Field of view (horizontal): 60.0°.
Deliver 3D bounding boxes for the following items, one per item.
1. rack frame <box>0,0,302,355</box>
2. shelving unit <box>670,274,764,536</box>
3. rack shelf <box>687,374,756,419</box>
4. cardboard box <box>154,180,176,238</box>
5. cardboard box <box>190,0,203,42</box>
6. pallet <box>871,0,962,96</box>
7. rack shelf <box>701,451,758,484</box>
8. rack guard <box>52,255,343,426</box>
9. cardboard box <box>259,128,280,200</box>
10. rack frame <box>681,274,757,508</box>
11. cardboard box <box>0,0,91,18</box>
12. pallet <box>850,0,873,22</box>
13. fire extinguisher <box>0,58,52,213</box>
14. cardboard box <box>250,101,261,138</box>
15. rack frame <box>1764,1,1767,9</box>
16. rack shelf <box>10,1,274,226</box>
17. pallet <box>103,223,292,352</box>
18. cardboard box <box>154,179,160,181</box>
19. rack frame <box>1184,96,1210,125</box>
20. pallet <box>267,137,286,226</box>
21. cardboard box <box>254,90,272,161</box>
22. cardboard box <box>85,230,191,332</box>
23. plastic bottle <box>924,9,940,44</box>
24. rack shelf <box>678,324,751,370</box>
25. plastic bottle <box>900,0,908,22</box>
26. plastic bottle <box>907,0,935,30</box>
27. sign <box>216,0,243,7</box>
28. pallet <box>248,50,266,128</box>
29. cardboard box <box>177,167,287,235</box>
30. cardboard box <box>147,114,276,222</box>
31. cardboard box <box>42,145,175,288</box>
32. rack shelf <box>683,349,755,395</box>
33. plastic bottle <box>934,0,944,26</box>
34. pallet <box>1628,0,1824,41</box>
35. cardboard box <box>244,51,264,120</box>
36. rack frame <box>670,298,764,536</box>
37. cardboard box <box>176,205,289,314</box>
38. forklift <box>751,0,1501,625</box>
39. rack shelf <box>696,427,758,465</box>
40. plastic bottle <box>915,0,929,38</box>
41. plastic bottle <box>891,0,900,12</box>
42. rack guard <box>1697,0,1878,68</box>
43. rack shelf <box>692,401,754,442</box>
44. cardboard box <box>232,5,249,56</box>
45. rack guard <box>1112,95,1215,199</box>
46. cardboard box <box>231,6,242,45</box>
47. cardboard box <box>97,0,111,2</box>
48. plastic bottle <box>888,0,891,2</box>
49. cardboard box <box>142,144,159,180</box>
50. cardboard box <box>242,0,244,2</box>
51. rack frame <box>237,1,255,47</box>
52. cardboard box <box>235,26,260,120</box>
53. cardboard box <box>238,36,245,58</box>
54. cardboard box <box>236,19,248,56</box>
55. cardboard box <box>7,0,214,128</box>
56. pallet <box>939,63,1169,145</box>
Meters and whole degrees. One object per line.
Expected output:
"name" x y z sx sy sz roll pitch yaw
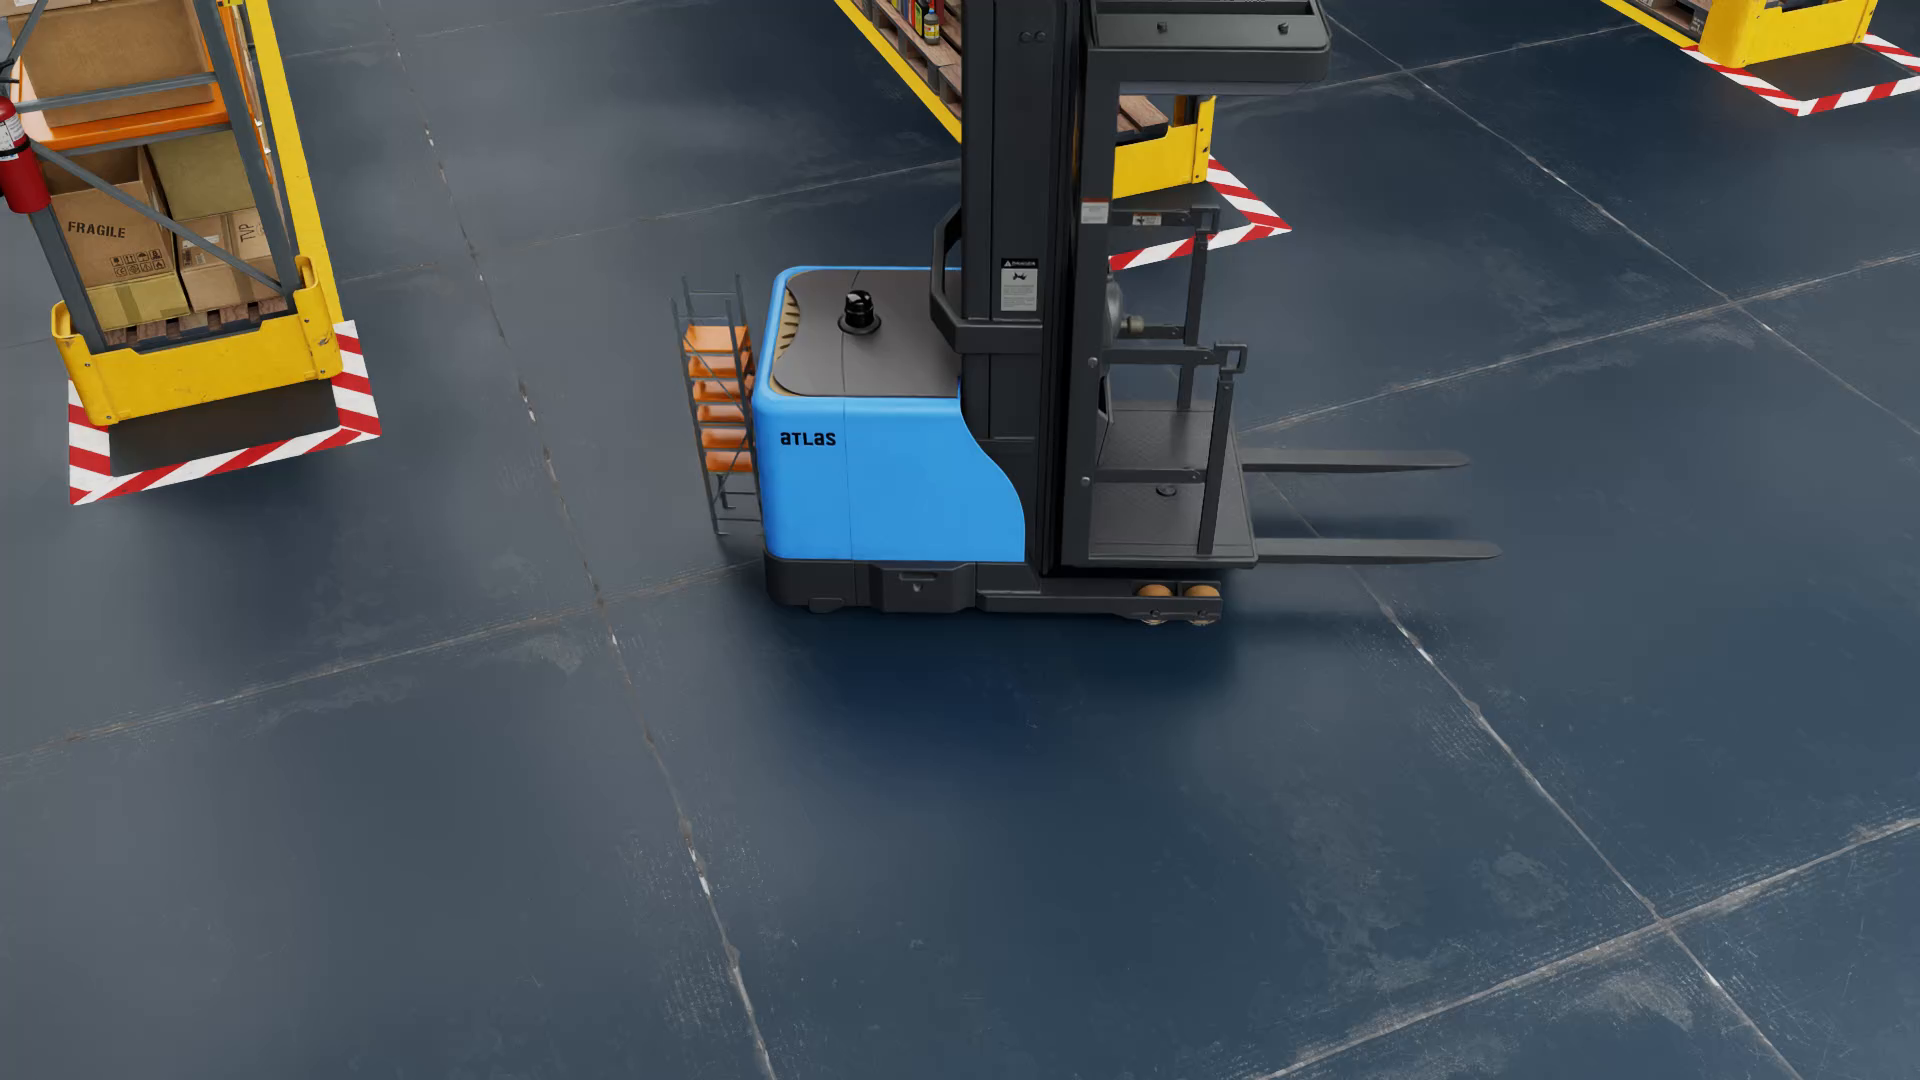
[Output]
"rack frame" -3.649 -1.928 7.191 1.000 3.000 0.127 -15 43 -17
"shelving unit" -0.976 -0.541 6.948 0.258 1.200 0.189 2 40 6
"rack shelf" -0.980 -0.599 6.900 0.258 0.103 0.180 2 40 6
"cardboard box" -4.330 -1.592 8.587 0.500 0.250 0.500 -15 43 -17
"cardboard box" -4.021 -2.565 7.856 0.700 0.500 0.500 -14 43 -16
"pallet" 0.087 -3.362 10.998 1.003 0.211 1.213 -15 43 -17
"rack shelf" -0.962 -0.324 7.131 0.258 0.103 0.180 2 40 6
"rack guard" -3.640 -0.965 7.989 1.175 0.500 0.348 -15 43 -17
"cardboard box" -4.034 -2.024 9.090 0.500 0.250 0.500 -15 43 -17
"rack frame" -0.967 -0.600 7.018 0.240 1.200 0.006 2 40 6
"cardboard box" -3.971 -2.394 7.159 0.380 0.149 0.250 -16 43 -18
"pallet" -0.383 -4.098 11.854 1.003 0.211 1.213 -15 43 -17
"fire extinguisher" -4.033 -1.711 6.999 0.296 0.674 0.183 -15 43 -17
"cardboard box" -4.045 -2.306 8.842 0.500 0.500 0.500 -15 43 -17
"rack frame" 5.505 -4.397 10.062 1.000 3.000 0.127 -15 43 -17
"rack shelf" -4.414 -2.860 8.826 1.077 0.370 4.000 -15 43 -17
"pallet" -3.980 -1.321 8.624 1.003 0.211 1.213 -15 43 -17
"cardboard box" -4.523 -1.892 8.937 0.500 0.250 0.500 -15 43 -17
"rack frame" 0.929 -3.161 8.625 1.000 3.000 0.127 -15 43 -17
"pallet" -4.443 -2.054 9.477 1.003 0.211 1.213 -15 43 -17
"cardboard box" -4.221 -2.327 9.442 0.500 0.250 0.500 -15 43 -17
"cardboard box" -4.127 -1.294 8.240 0.500 0.250 0.500 -15 43 -17
"plastic bottle" -0.179 -3.264 10.554 0.097 0.201 0.097 0 41 0
"rack shelf" -0.992 -0.783 6.746 0.258 0.103 0.180 2 40 6
"plastic bottle" -0.303 -3.534 10.811 0.152 0.276 0.135 -16 43 -18
"plastic bottle" -0.250 -3.451 10.714 0.152 0.276 0.135 -15 43 -17
"sign" -3.134 -2.421 7.040 0.100 0.325 0.005 -15 43 -17
"pallet" -4.914 -2.790 10.333 1.003 0.211 1.213 -15 43 -17
"cardboard box" -3.843 -1.723 8.740 0.500 0.250 0.500 -15 43 -17
"cardboard box" -3.842 -2.008 8.496 0.500 0.500 0.500 -15 43 -17
"cardboard box" -4.129 -1.577 7.995 0.500 0.500 0.500 -15 43 -17
"rack shelf" -0.986 -0.691 6.823 0.258 0.103 0.180 2 40 6
"plastic bottle" -0.152 -3.480 10.743 0.061 0.283 0.133 -15 43 -17
"pallet" 5.198 -3.883 11.604 1.003 0.211 1.213 -15 43 -17
"cardboard box" -4.413 -2.628 9.792 0.500 0.250 0.500 -15 43 -17
"rack frame" -0.985 -0.482 6.879 0.240 1.200 0.006 2 40 6
"cardboard box" -3.649 -1.423 8.391 0.500 0.250 0.500 -15 43 -17
"forklift" 0.720 -1.115 6.299 3.031 2.935 1.130 1 41 1
"rack shelf" -0.968 -0.415 7.054 0.258 0.103 0.180 2 40 6
"plastic bottle" -0.240 -3.361 10.603 0.061 0.283 0.133 -14 43 -16
"plastic bottle" -0.370 -3.661 10.901 0.144 0.351 0.185 -13 42 -15
"rack guard" 5.476 -3.495 10.930 1.175 0.500 0.348 -15 43 -17
"rack shelf" -0.974 -0.507 6.977 0.258 0.103 0.180 2 40 6
"cardboard box" -4.800 -3.229 10.491 0.500 0.250 0.500 -15 43 -17
"rack guard" 0.856 -2.247 9.480 1.175 0.500 0.348 -15 43 -17
"cardboard box" -4.620 -3.209 9.893 0.500 0.500 0.500 -15 43 -17
"cardboard box" -3.600 -2.501 7.284 0.380 0.149 0.250 -15 43 -17
"plastic bottle" -0.441 -3.773 11.032 0.144 0.351 0.185 -15 43 -17
"cardboard box" -4.525 -2.176 8.692 0.500 0.500 0.500 -15 43 -17
"cardboard box" -5.105 -3.759 11.107 0.500 0.250 0.500 -16 43 -18
"rack frame" -5.180 -4.337 9.993 1.000 3.000 0.127 -15 43 -17
"cardboard box" -4.220 -2.611 9.198 0.500 0.500 0.500 -15 43 -17
"cardboard box" -4.425 -2.909 9.544 0.500 0.500 0.500 -15 43 -17
"cardboard box" -4.618 -2.925 10.138 0.500 0.250 0.500 -15 43 -17
"cardboard box" -3.816 -2.250 7.489 0.700 0.500 0.500 -15 43 -17
"pallet" 0.550 -2.628 10.145 1.003 0.211 1.213 -15 43 -17
